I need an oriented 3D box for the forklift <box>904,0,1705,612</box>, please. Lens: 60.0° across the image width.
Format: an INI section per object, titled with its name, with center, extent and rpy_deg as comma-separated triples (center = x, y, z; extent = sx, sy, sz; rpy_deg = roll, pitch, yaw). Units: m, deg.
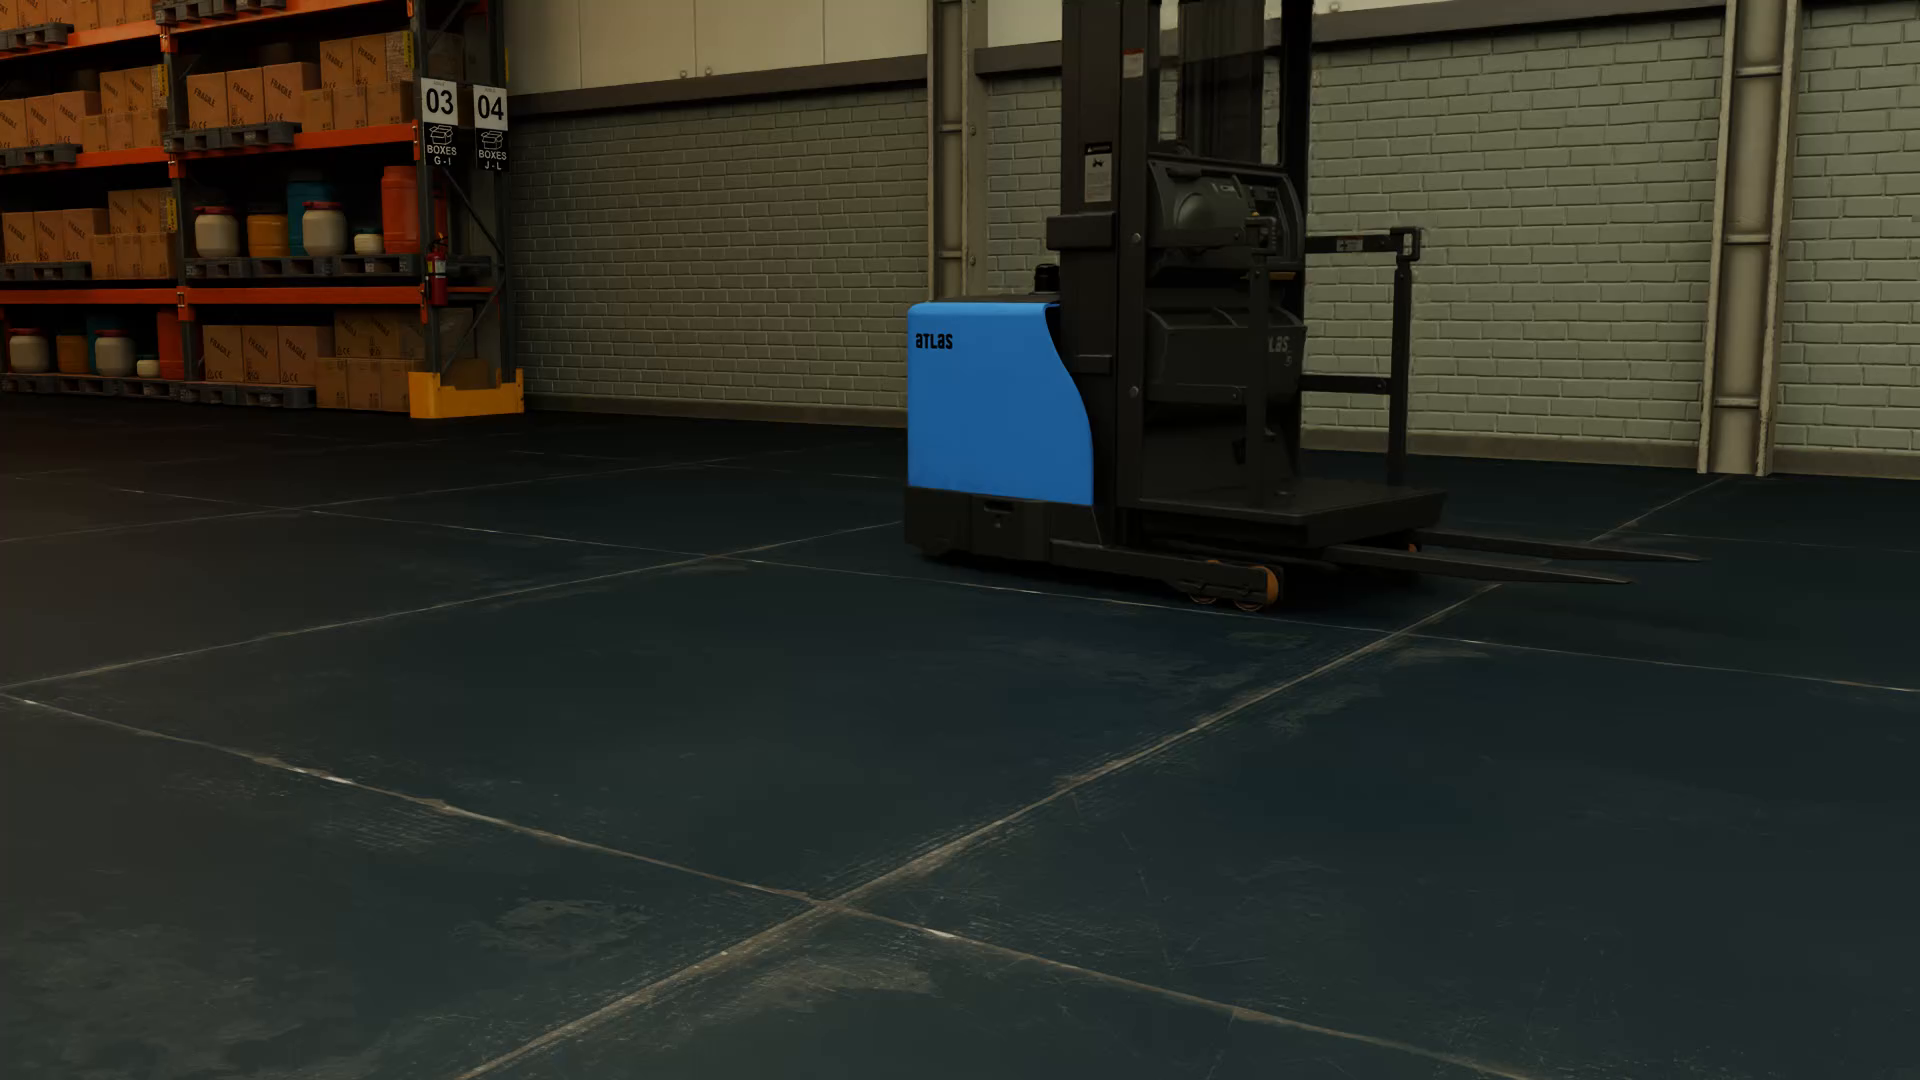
[forklift]
center = 1.177, -1.281, 6.199
extent = 3.031, 2.935, 1.130
rpy_deg = 8, 11, 43
